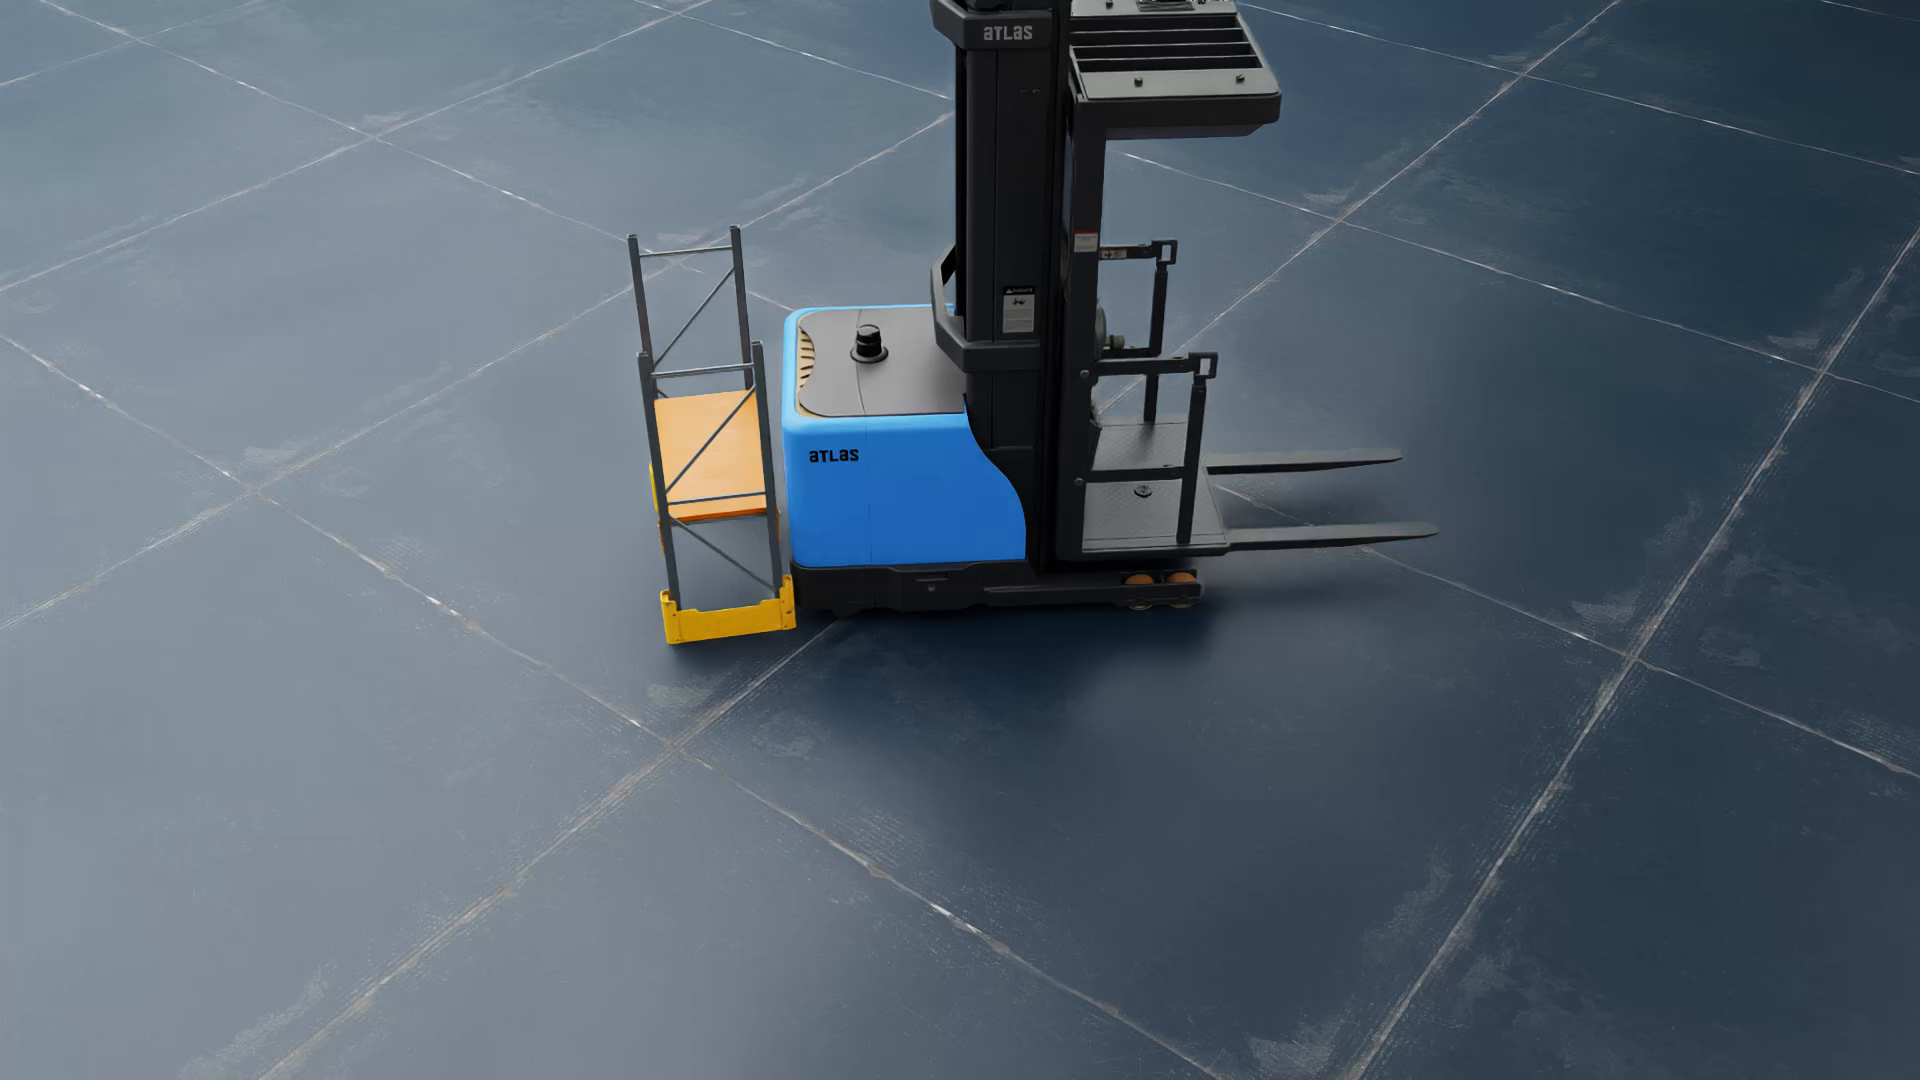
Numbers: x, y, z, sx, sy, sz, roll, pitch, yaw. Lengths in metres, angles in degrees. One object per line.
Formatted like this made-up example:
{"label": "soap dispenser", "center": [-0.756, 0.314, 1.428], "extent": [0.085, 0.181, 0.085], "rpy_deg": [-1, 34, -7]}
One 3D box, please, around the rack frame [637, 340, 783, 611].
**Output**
{"label": "rack frame", "center": [-1.042, -0.177, 7.120], "extent": [0.500, 1.500, 0.032], "rpy_deg": [-7, 39, -9]}

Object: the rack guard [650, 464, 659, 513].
{"label": "rack guard", "center": [-1.234, -0.288, 8.276], "extent": [0.587, 0.250, 0.087], "rpy_deg": [-7, 39, -9]}

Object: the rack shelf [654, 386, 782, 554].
{"label": "rack shelf", "center": [-1.140, -0.343, 7.624], "extent": [0.538, 0.185, 1.000], "rpy_deg": [-7, 39, -9]}

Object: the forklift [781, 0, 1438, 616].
{"label": "forklift", "center": [0.712, -1.156, 7.209], "extent": [3.031, 2.935, 1.130], "rpy_deg": [-2, 38, -3]}

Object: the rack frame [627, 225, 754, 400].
{"label": "rack frame", "center": [-1.237, -0.792, 7.906], "extent": [0.500, 1.500, 0.032], "rpy_deg": [-7, 39, -9]}

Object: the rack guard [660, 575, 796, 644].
{"label": "rack guard", "center": [-1.042, 0.314, 7.506], "extent": [0.587, 0.250, 0.087], "rpy_deg": [-7, 39, -9]}

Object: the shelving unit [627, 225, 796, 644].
{"label": "shelving unit", "center": [-1.138, -0.479, 7.506], "extent": [0.587, 1.500, 1.083], "rpy_deg": [-7, 39, -9]}
